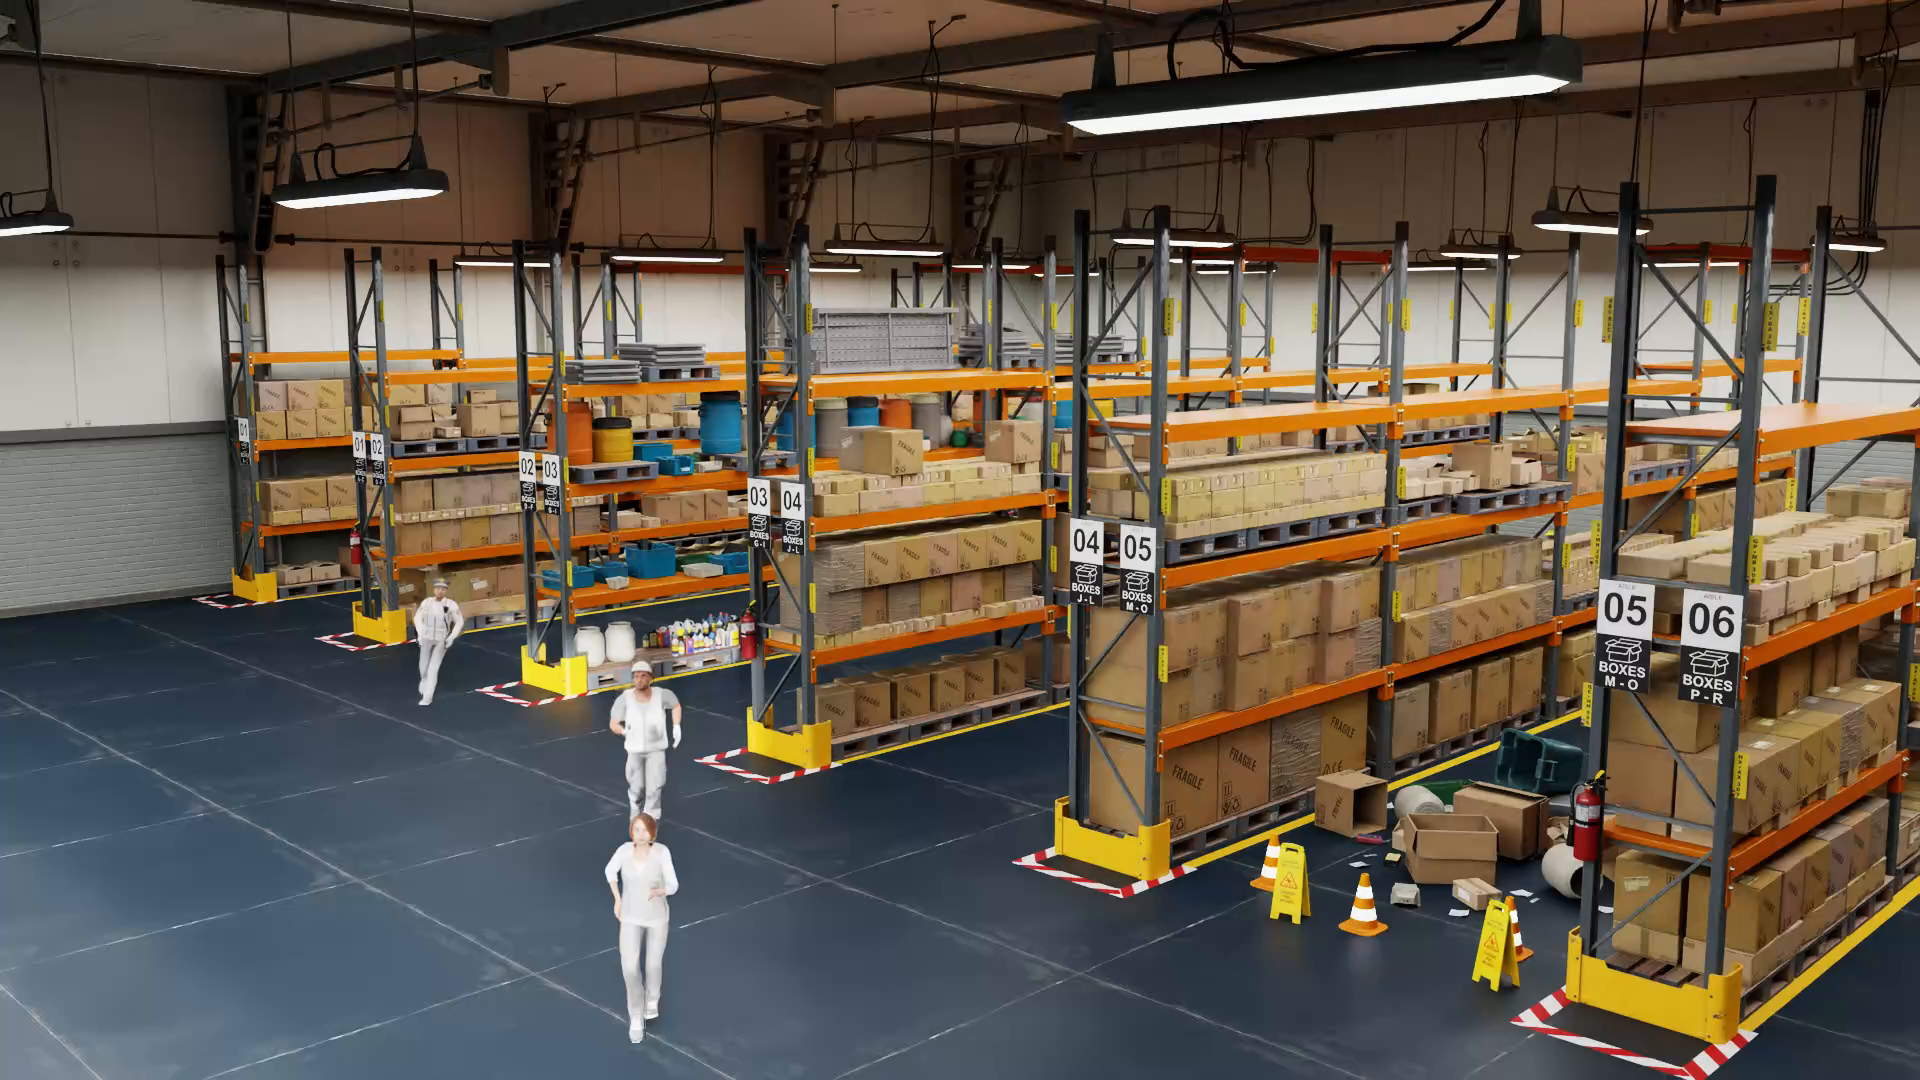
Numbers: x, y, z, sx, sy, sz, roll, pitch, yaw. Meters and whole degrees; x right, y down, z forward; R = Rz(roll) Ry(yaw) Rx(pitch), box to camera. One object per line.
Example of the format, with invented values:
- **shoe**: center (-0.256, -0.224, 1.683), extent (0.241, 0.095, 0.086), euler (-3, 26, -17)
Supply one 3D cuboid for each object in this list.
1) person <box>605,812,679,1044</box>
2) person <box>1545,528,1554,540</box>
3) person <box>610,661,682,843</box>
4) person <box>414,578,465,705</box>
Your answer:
- **person**: center (-2.245, 2.726, 11.763), extent (0.516, 1.628, 0.658), euler (-1, 8, -9)
- **person**: center (9.062, 0.711, 25.456), extent (0.709, 1.792, 0.665), euler (-7, 11, -42)
- **person**: center (-3.008, 2.026, 15.961), extent (0.671, 1.798, 1.002), euler (-1, 8, -7)
- **person**: center (-6.788, 1.288, 21.675), extent (0.657, 1.637, 0.600), euler (-1, 8, -7)
